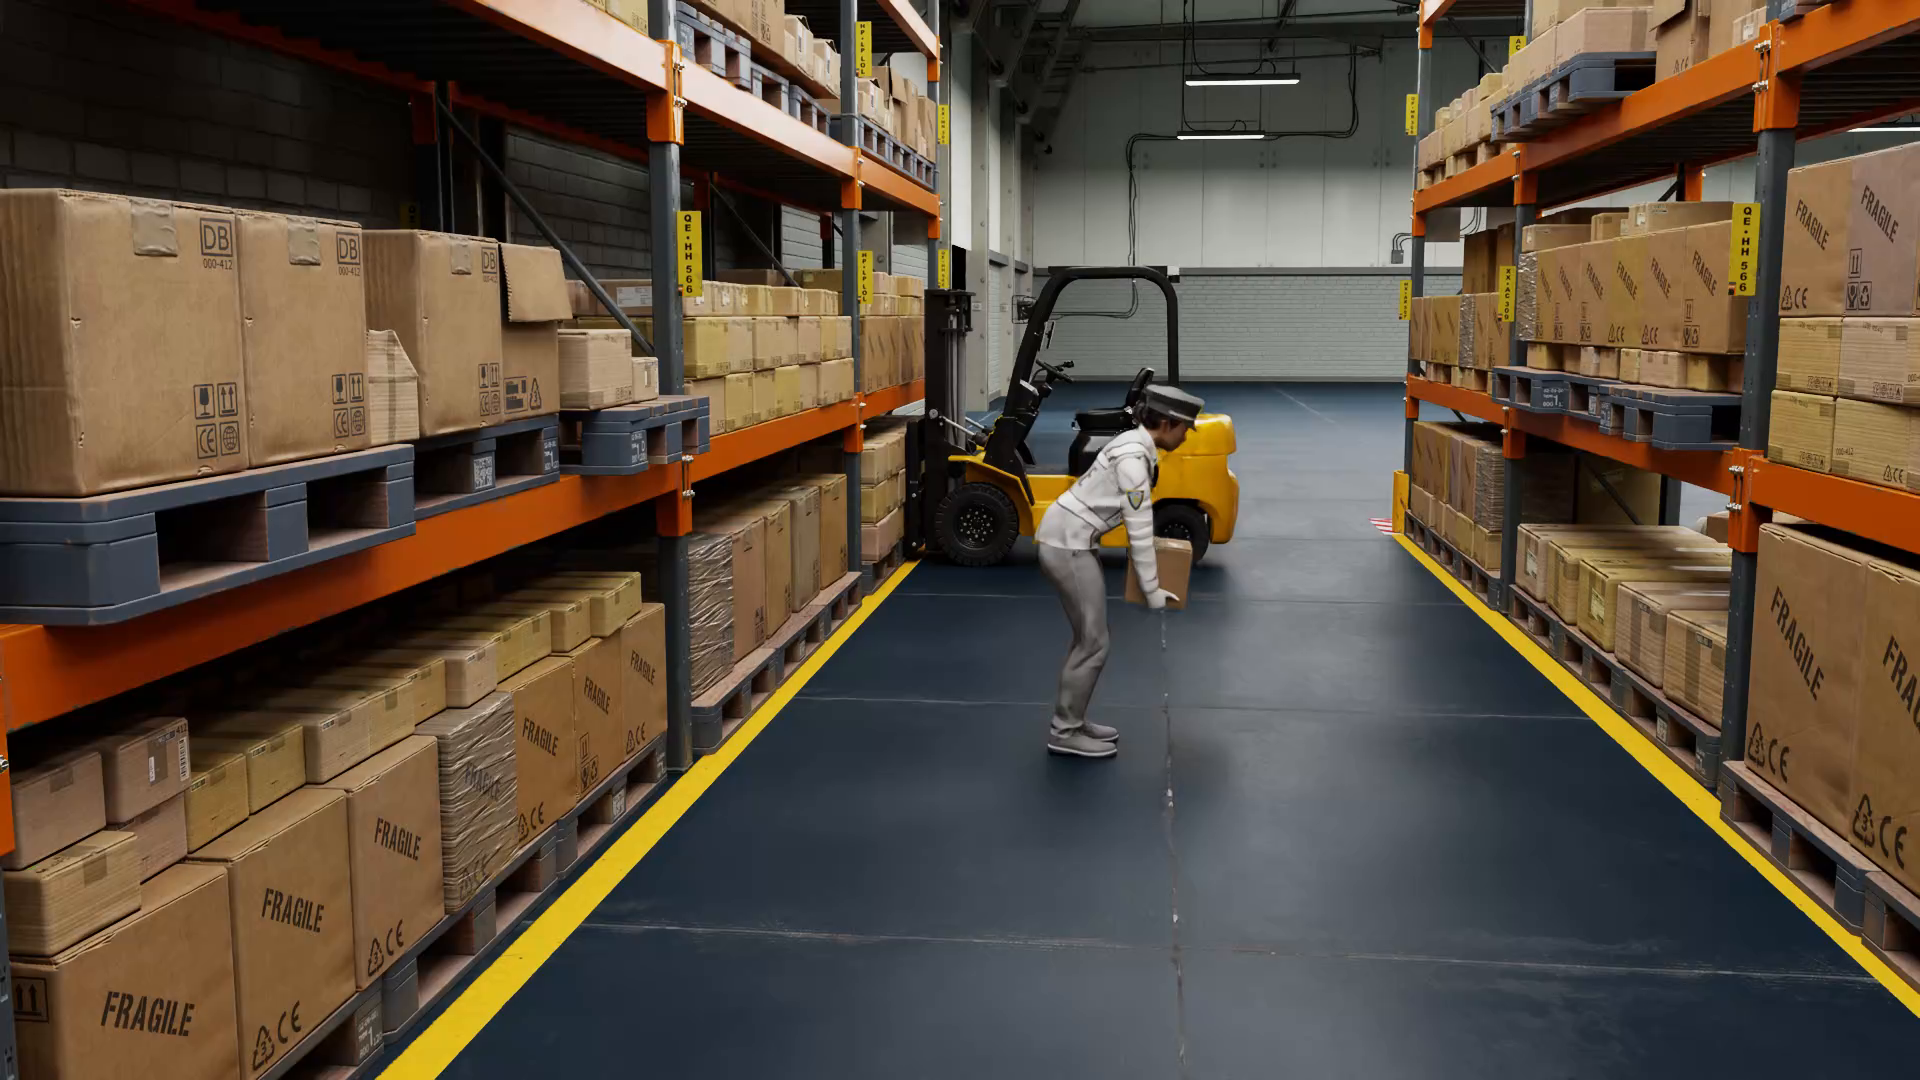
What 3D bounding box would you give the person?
[{"bbox_3d":[0.656,0.123,6.922,0.695,1.530,0.406,1,8,5],"label":"person"}]
